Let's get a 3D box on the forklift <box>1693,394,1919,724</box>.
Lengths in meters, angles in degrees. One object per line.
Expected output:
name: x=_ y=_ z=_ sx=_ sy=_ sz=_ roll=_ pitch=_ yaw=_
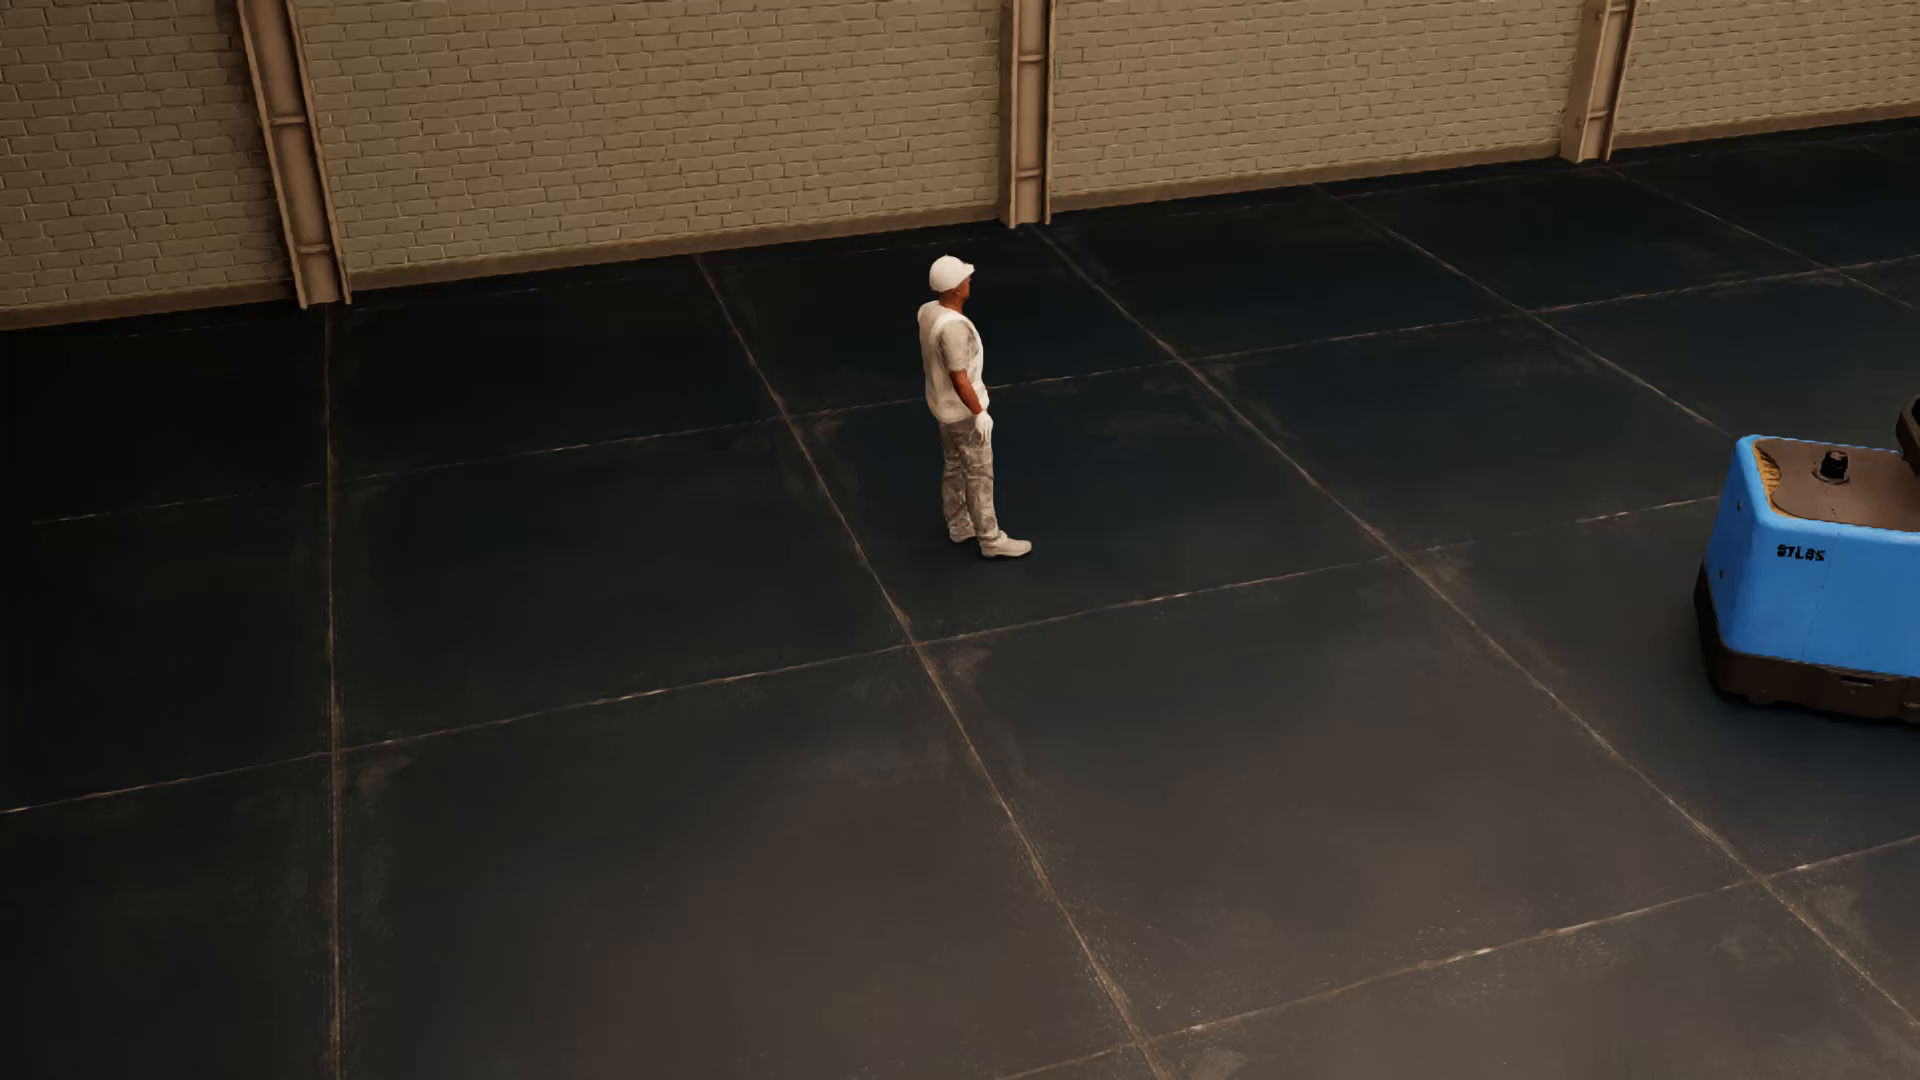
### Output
forklift: x=5.458 y=-0.484 z=7.928 sx=3.031 sy=2.935 sz=1.130 roll=8 pitch=31 yaw=14

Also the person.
person: x=0.071 y=-0.787 z=9.591 sx=0.576 sy=1.782 sz=0.655 roll=-10 pitch=31 yaw=-16
